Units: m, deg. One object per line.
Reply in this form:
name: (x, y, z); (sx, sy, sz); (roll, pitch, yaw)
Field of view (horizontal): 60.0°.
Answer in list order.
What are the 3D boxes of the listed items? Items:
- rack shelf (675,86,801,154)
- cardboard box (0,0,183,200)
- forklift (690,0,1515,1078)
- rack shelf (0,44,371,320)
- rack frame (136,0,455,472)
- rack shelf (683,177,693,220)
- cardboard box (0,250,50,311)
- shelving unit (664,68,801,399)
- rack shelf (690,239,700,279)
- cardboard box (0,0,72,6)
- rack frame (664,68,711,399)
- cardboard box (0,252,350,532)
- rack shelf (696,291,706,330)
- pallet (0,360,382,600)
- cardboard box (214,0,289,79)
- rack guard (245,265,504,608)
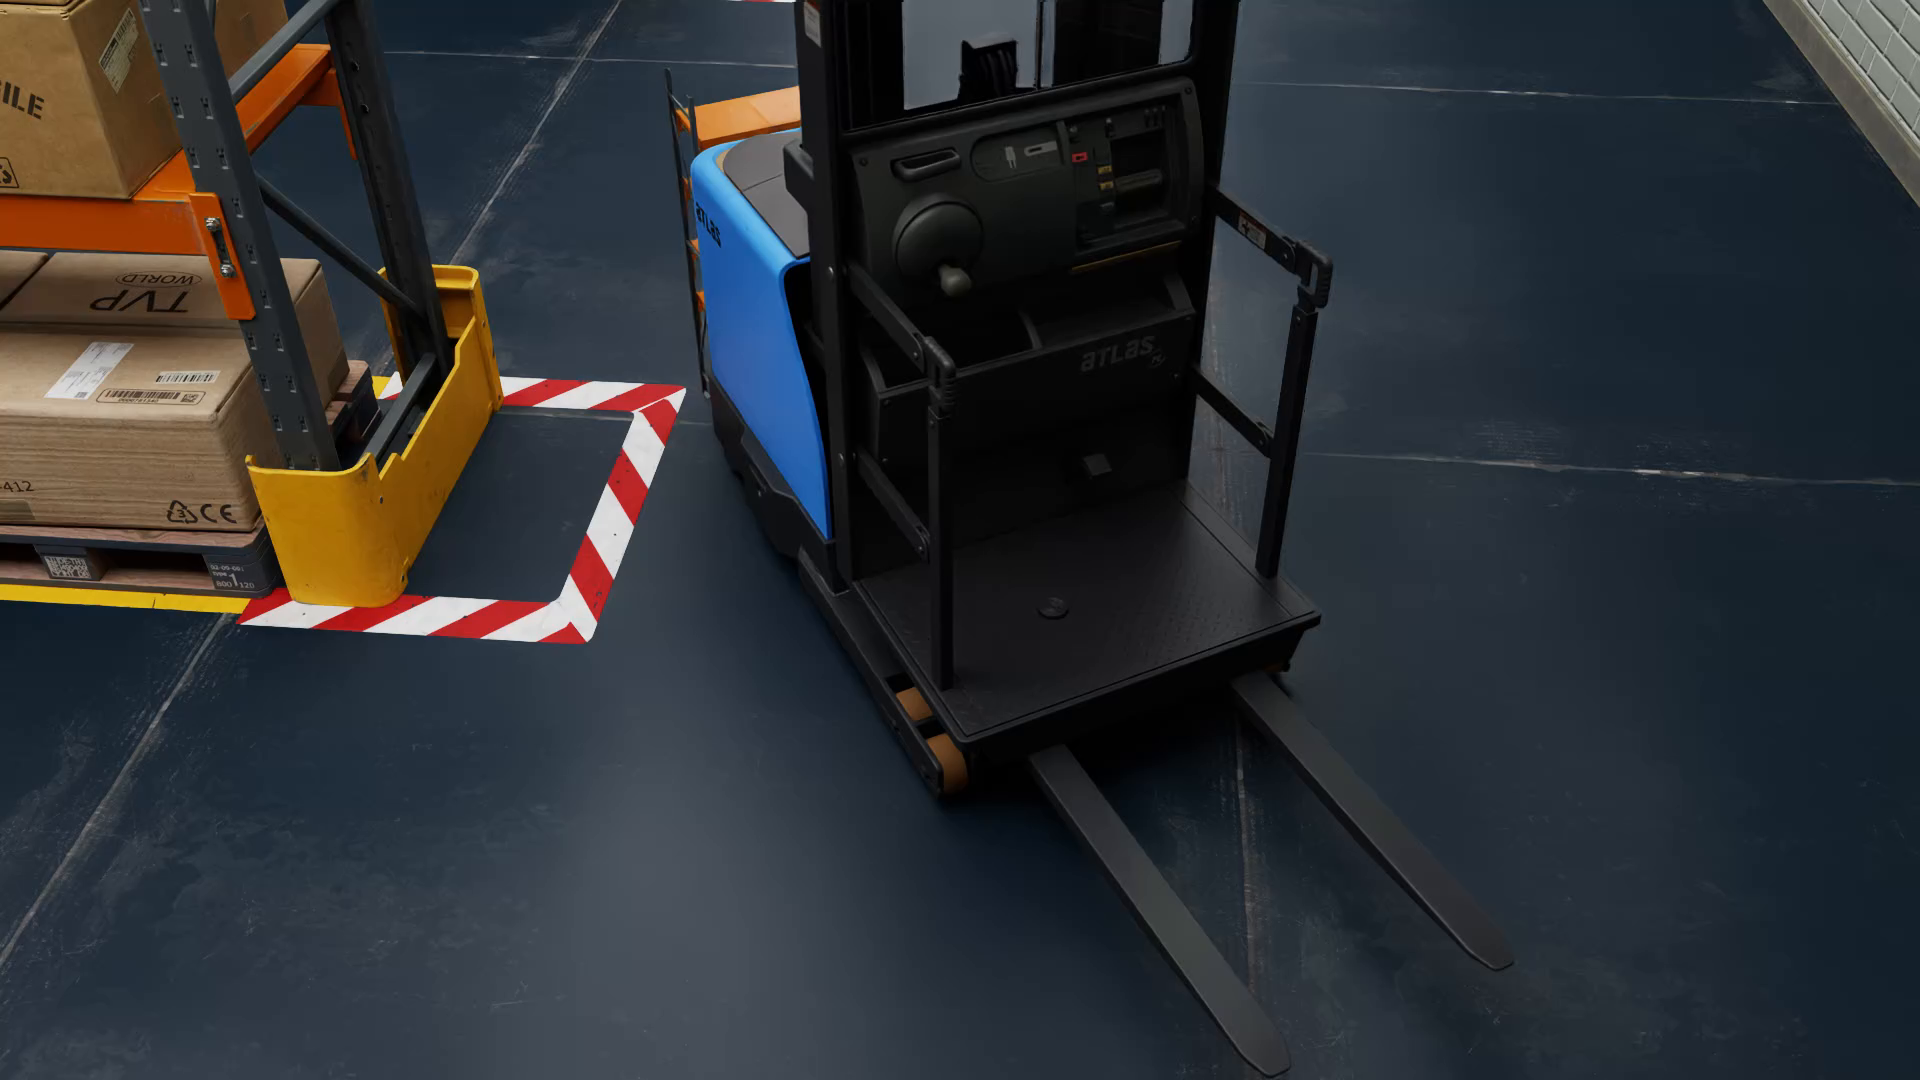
rack shelf: (-0.638, -1.300, 5.273); (0.480, 0.148, 0.258); (-17, 42, -20)
cardboard box: (-2.349, -1.232, 4.309); (0.500, 0.500, 0.500); (3, 39, 4)
forklift: (0.279, -0.780, 3.887); (1.130, 2.935, 3.031); (-17, 42, -20)
rack shelf: (-3.838, -1.164, 4.873); (4.000, 0.370, 1.077); (3, 39, 4)
rack frame: (-1.846, -1.334, 4.512); (0.127, 3.000, 1.000); (3, 39, 4)
rack shelf: (-0.638, -1.116, 5.422); (0.480, 0.148, 0.258); (-17, 42, -20)
cardboard box: (-3.424, -0.521, 5.210); (0.875, 0.438, 0.875); (4, 39, 5)
shelving unit: (-0.638, -0.994, 5.521); (0.503, 1.200, 0.258); (-17, 42, -20)
rack shelf: (-0.638, -0.942, 5.563); (0.480, 0.148, 0.258); (-17, 42, -20)
cardboard box: (-2.346, -1.637, 4.014); (0.500, 0.500, 0.500); (4, 39, 5)
rack frame: (-0.856, -0.926, 5.437); (0.015, 1.200, 0.240); (-17, 42, -20)
cardboard box: (-2.512, -0.476, 5.156); (0.875, 0.438, 0.875); (2, 39, 2)
rack shelf: (-0.637, -0.788, 5.688); (0.480, 0.148, 0.258); (-17, 42, -20)
pallet: (-2.649, -0.247, 5.386); (1.213, 0.211, 1.003); (3, 39, 4)
cardboard box: (-2.299, -1.579, 4.735); (0.500, 0.500, 0.500); (3, 39, 3)
rack guard: (-1.822, -0.363, 5.300); (0.348, 0.500, 1.175); (3, 39, 4)
